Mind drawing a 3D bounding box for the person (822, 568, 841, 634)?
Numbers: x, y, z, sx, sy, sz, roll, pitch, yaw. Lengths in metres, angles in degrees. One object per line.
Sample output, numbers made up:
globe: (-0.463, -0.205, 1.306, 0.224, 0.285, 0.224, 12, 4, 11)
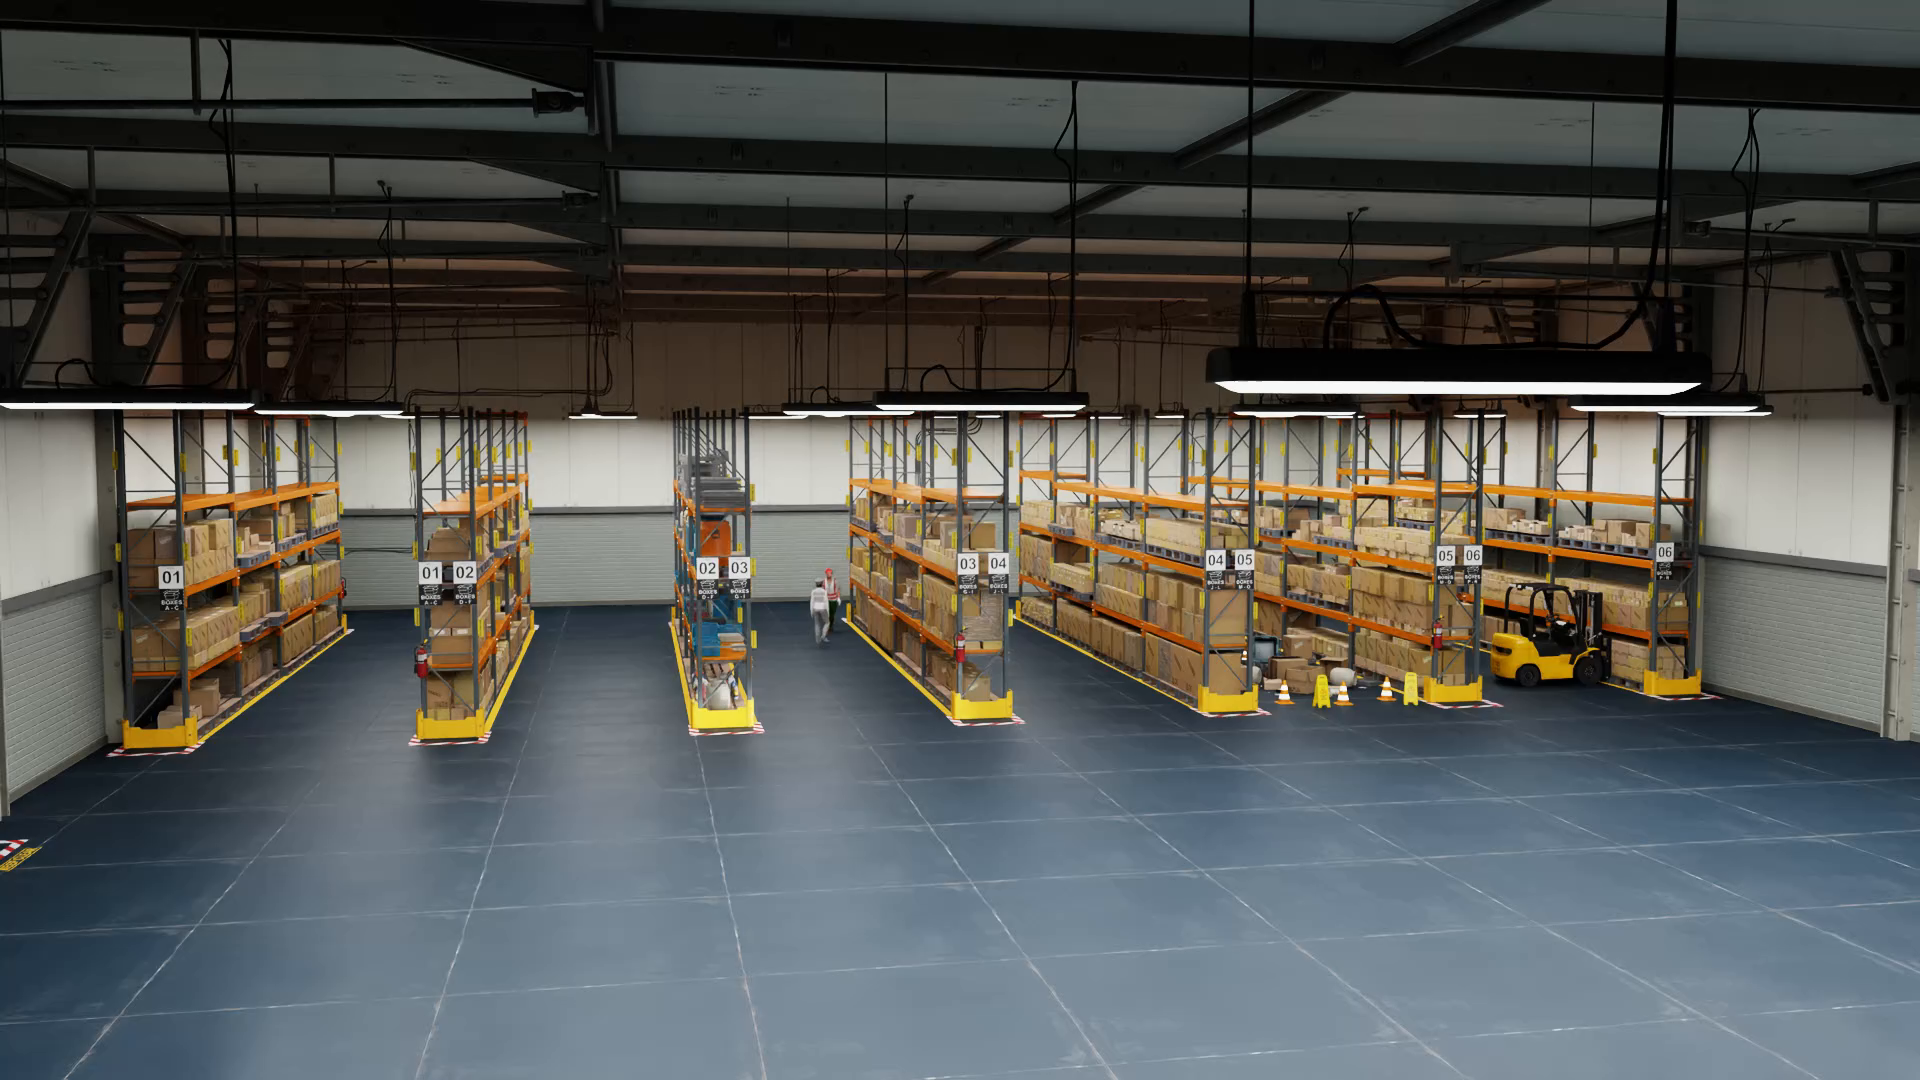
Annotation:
person: (-3.540, 1.634, 44.998, 0.628, 1.725, 1.061, -1, 4, -8)

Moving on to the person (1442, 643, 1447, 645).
person: (10.983, 2.203, 38.141, 0.513, 1.707, 0.484, -2, 5, -26)

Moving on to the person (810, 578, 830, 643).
person: (-3.621, 1.836, 42.935, 0.536, 1.681, 0.463, 1, 4, 16)
